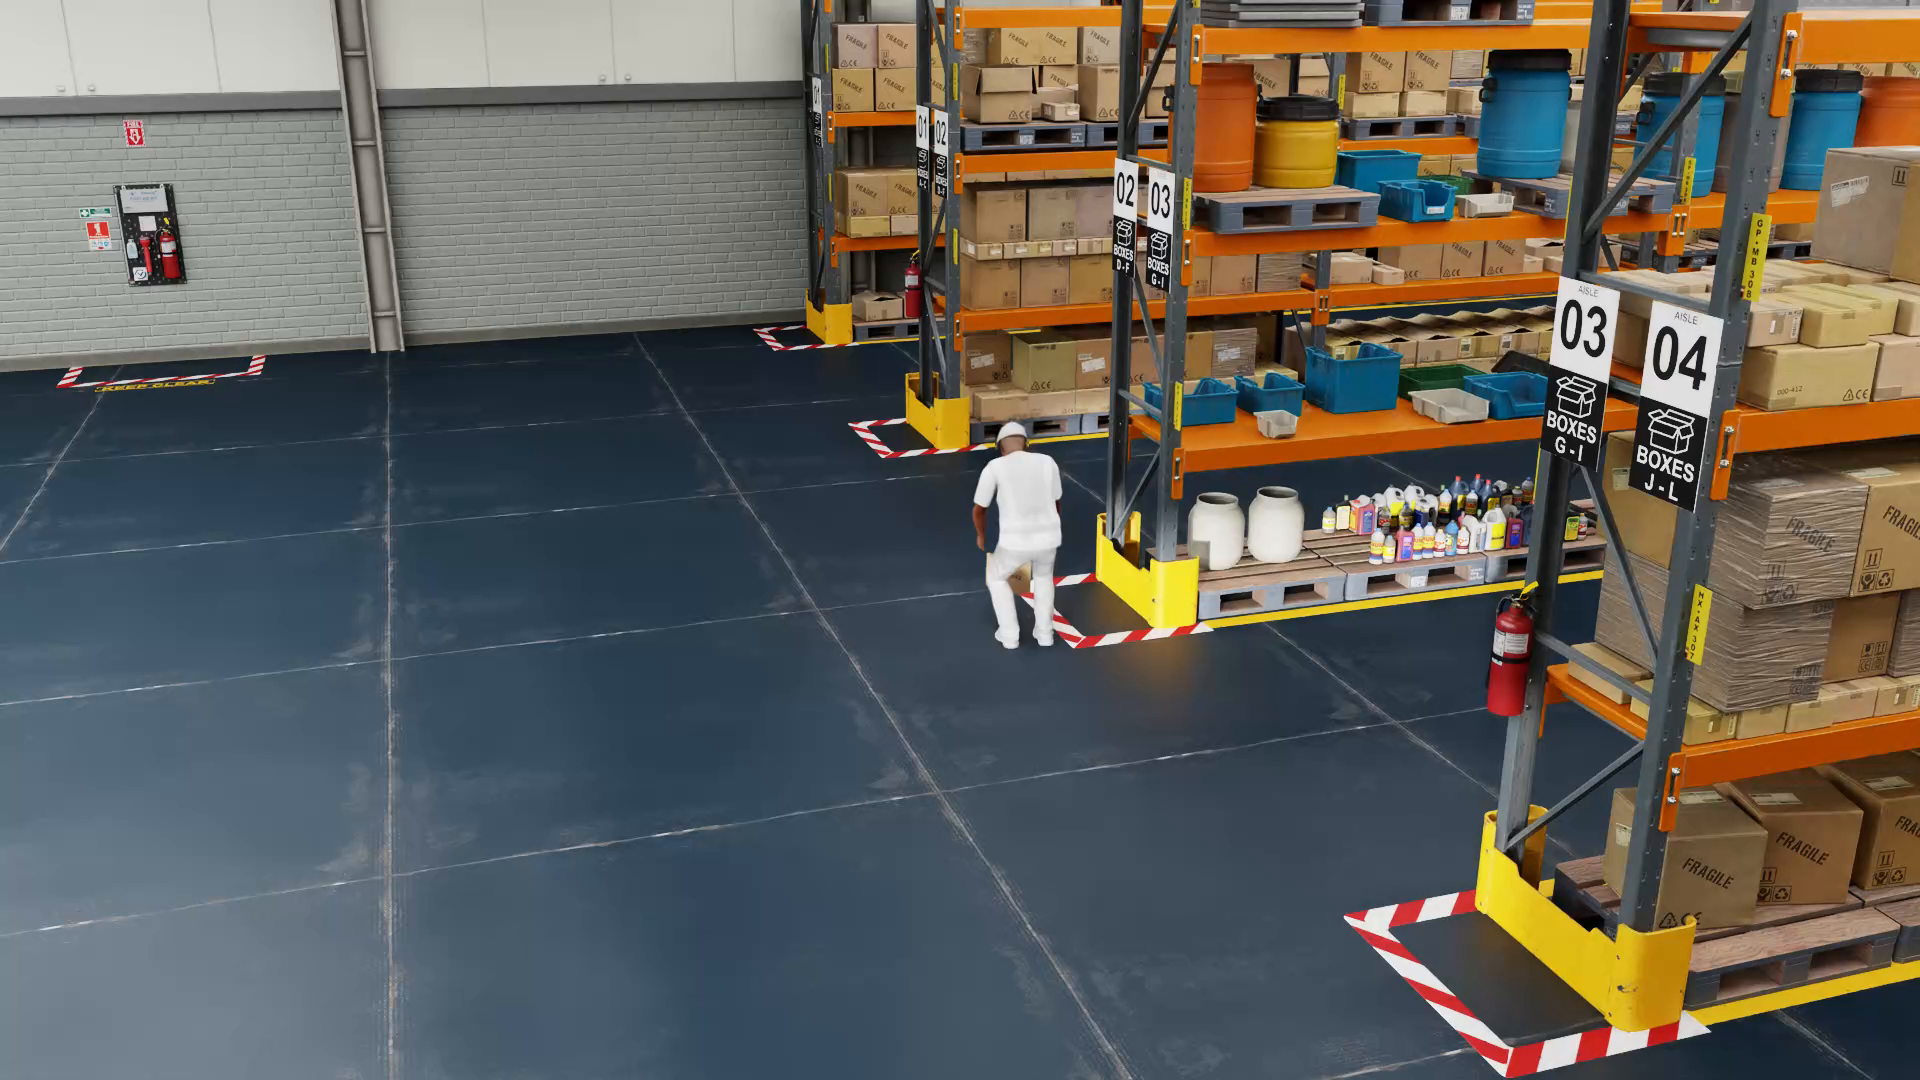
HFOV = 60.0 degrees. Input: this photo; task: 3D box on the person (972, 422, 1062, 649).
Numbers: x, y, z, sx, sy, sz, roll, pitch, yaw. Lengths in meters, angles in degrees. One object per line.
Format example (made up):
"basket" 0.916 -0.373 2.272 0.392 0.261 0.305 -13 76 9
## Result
"person" 0.406 -0.025 11.485 0.627 1.517 0.687 -4 19 -10
